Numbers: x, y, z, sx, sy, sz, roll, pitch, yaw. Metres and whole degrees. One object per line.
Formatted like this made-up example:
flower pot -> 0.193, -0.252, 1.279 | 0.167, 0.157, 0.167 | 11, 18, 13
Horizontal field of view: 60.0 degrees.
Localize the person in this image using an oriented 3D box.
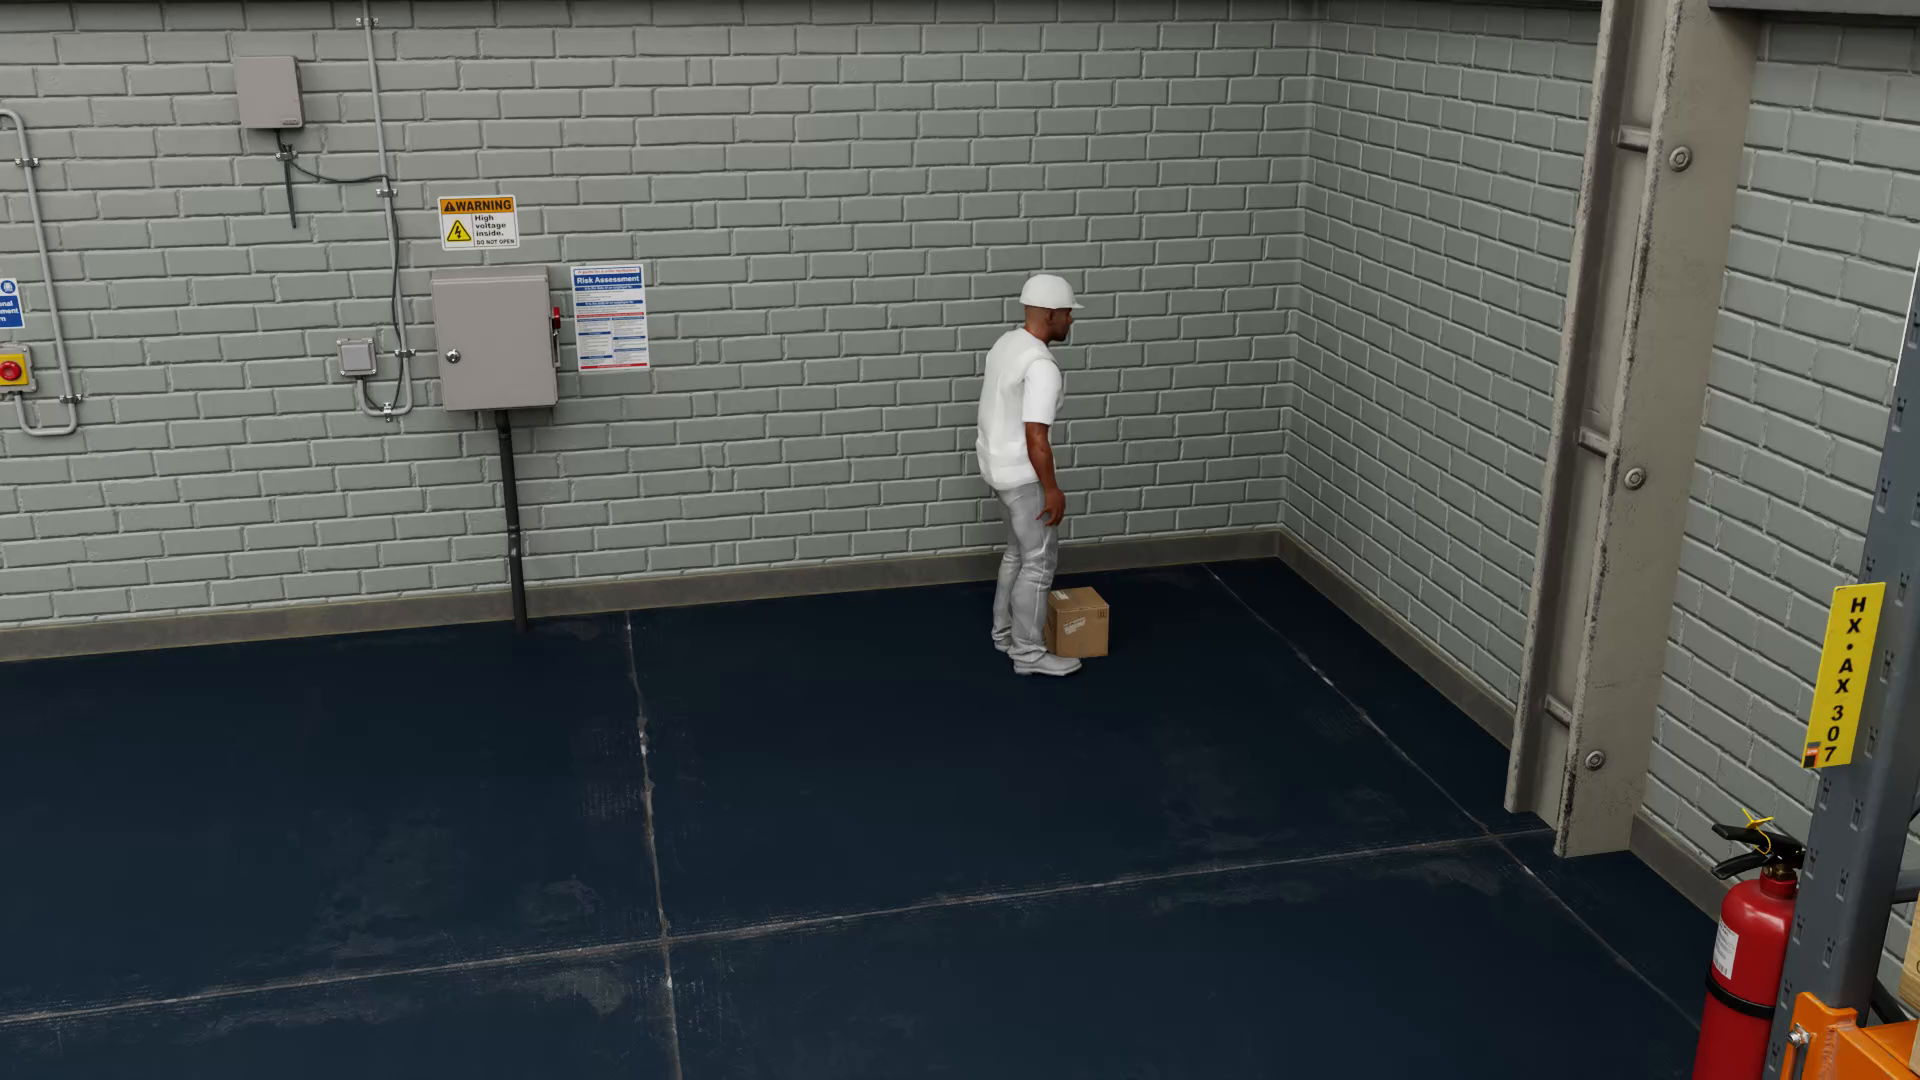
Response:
person -> 0.320, -0.297, 7.382 | 0.463, 1.760, 0.632 | -5, 20, -13
